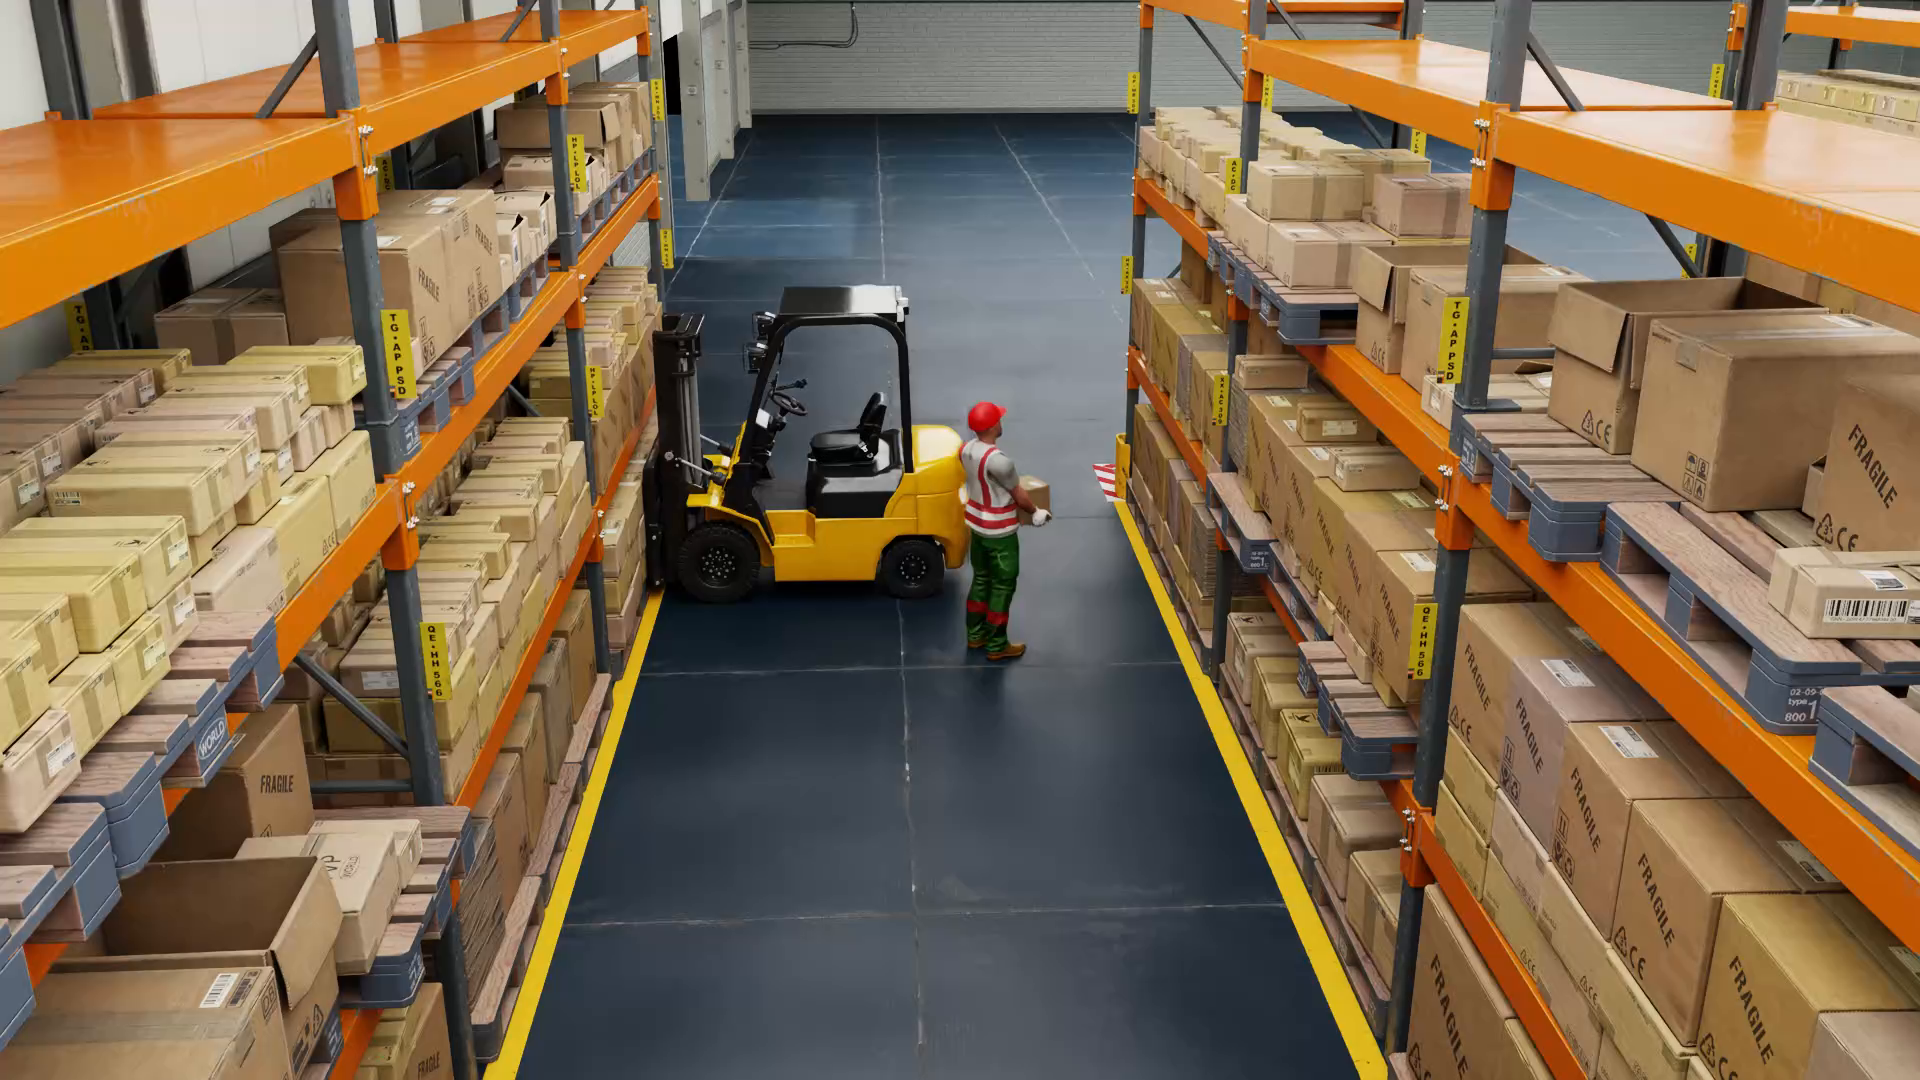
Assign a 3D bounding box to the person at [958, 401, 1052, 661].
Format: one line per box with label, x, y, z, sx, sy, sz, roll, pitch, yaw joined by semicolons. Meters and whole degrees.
person;0.307;-0.095;11.300;0.558;1.788;0.502;-12;23;-29
